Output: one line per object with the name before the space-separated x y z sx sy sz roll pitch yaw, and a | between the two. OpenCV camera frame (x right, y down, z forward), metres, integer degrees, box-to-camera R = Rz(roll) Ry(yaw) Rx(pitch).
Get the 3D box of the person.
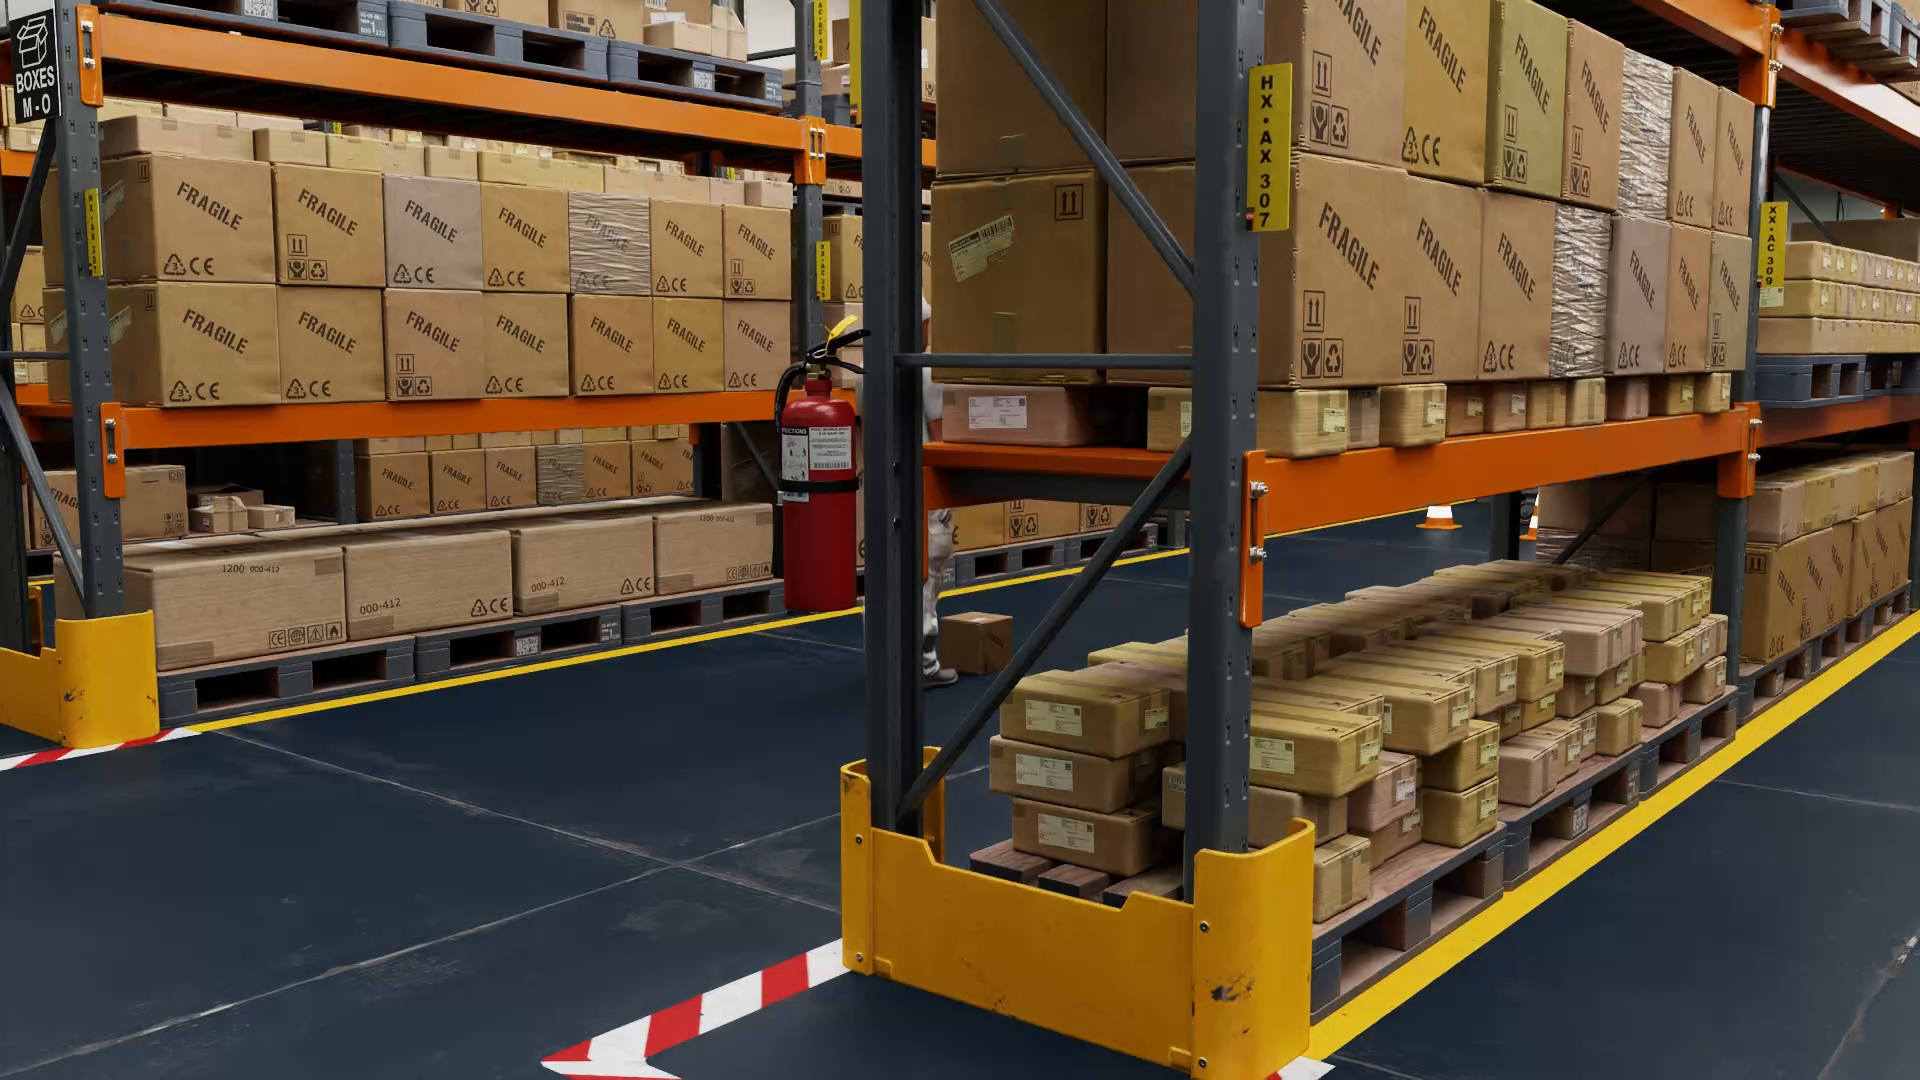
person | -0.223 -0.226 7.570 0.529 1.797 0.354 5 9 40
